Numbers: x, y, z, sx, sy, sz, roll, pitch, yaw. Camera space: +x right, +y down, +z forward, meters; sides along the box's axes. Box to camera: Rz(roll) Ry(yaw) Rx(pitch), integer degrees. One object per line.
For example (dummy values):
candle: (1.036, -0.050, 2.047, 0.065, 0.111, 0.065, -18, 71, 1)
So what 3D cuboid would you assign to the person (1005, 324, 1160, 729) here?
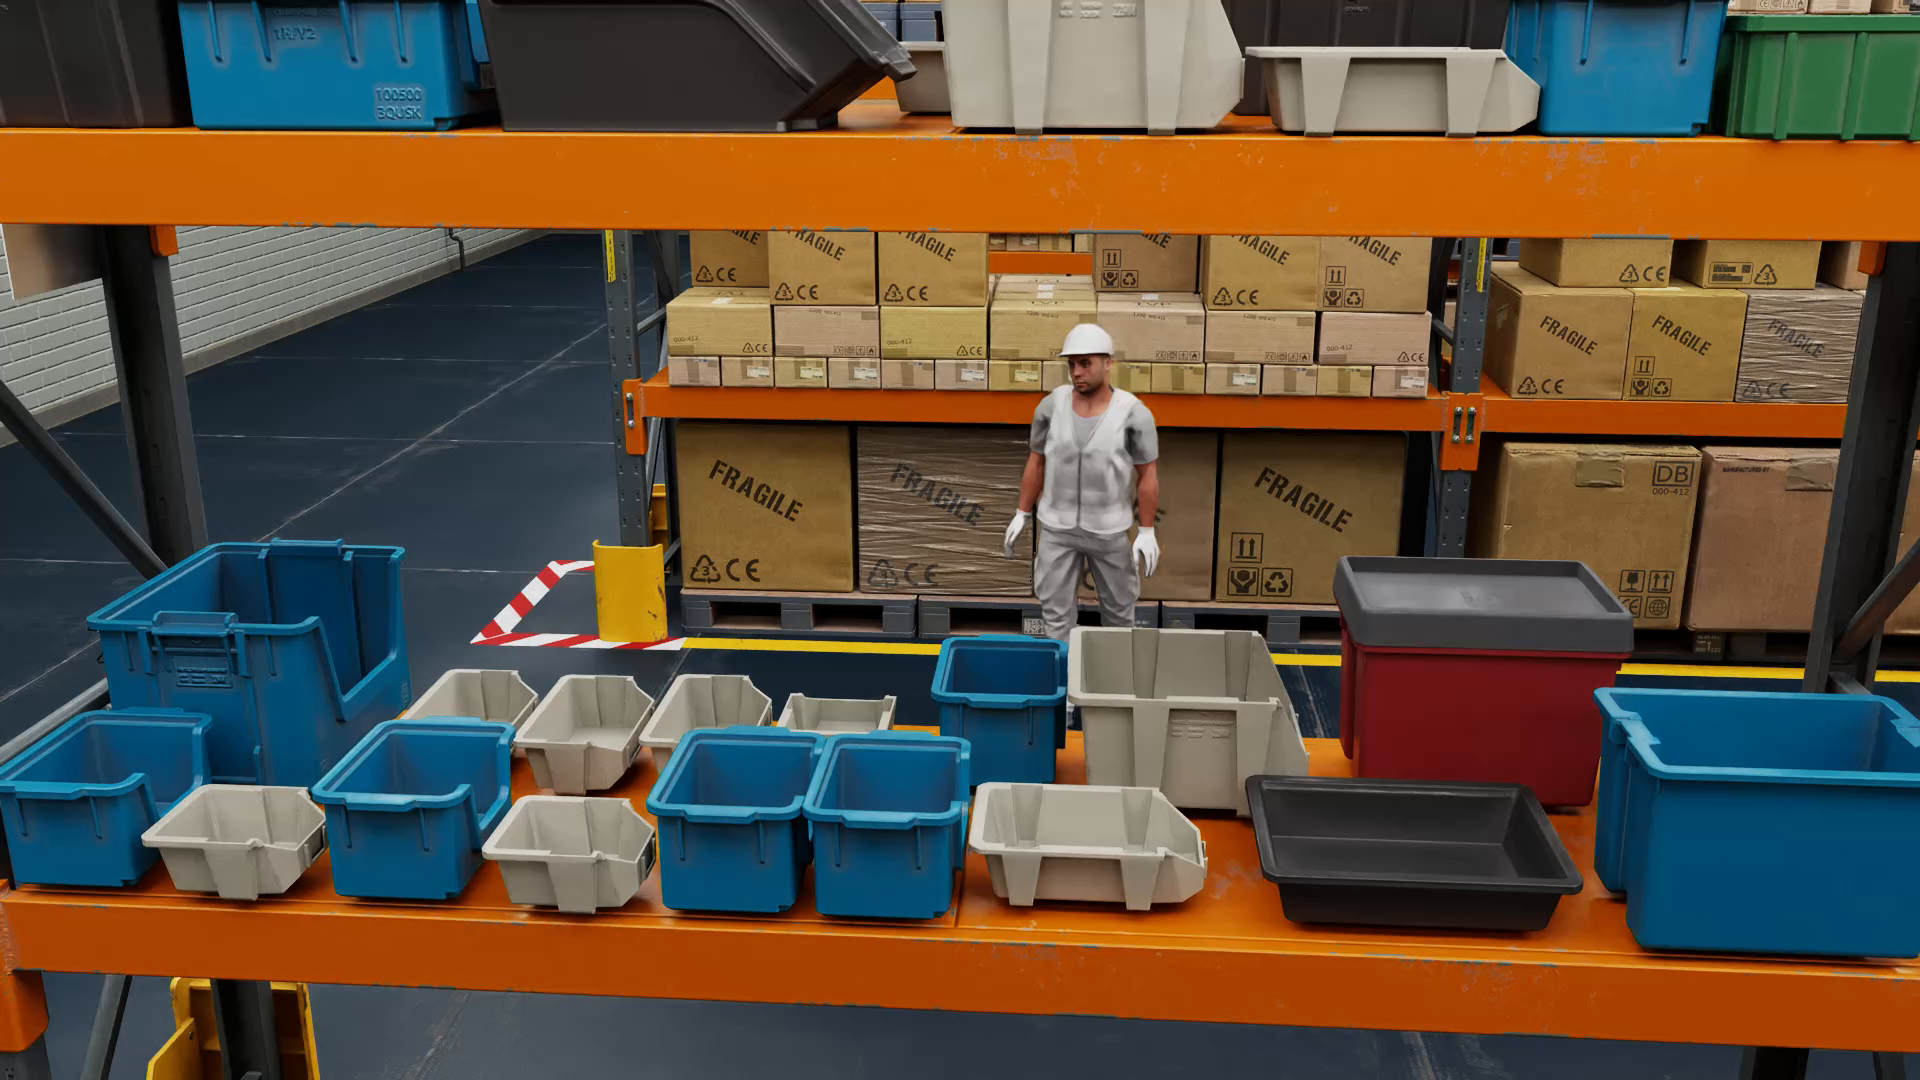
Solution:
person: (0.542, -0.037, 7.114, 0.721, 1.791, 0.577, 4, 18, 14)
